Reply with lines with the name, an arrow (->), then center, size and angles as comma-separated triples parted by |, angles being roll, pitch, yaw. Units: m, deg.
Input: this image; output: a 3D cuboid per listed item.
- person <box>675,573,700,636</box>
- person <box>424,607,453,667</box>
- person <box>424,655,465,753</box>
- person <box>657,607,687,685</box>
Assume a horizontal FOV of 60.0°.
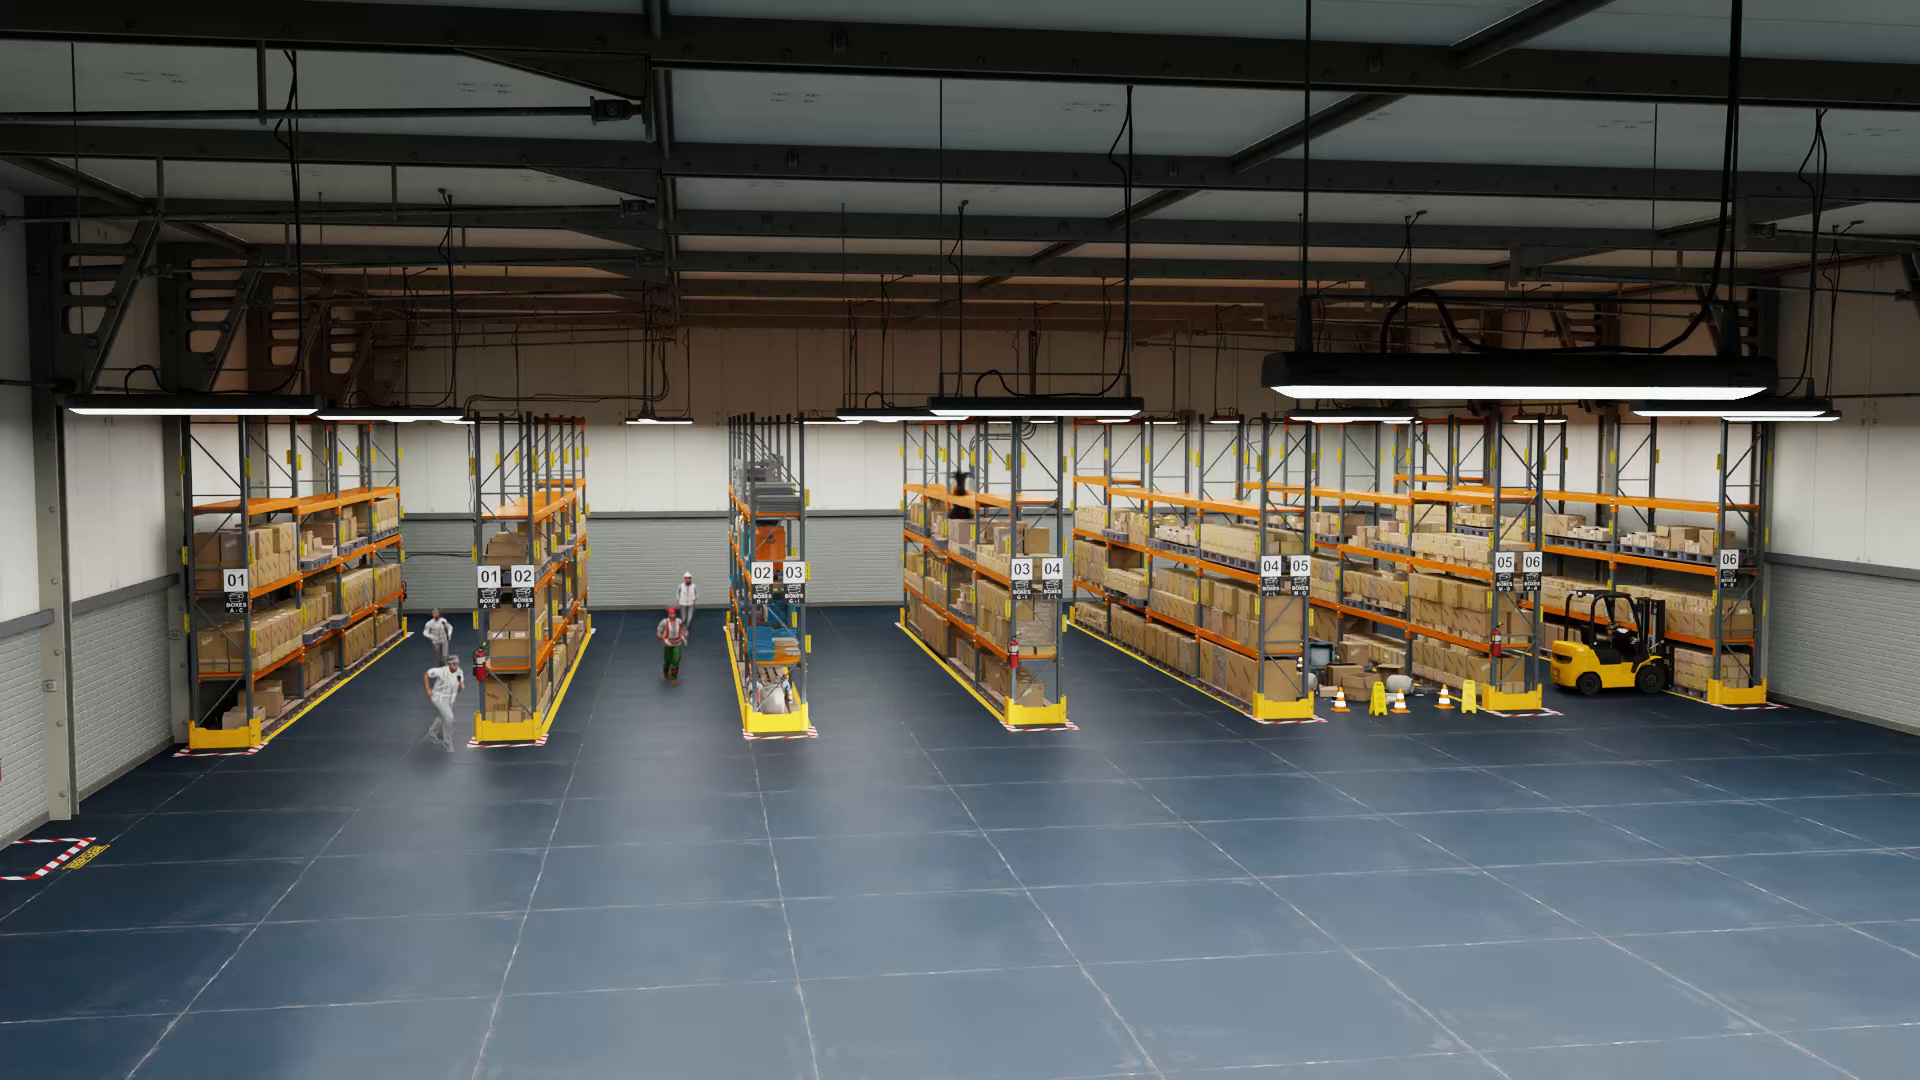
person -> -7.482, 1.765, 45.670 | 0.664, 1.732, 0.590 | 0, 4, -7
person -> -11.852, 2.337, 37.797 | 0.646, 1.670, 0.795 | -1, 4, -21
person -> -9.180, 2.893, 29.497 | 0.979, 1.763, 0.709 | 3, 5, 36
person -> -6.455, 2.336, 37.094 | 0.661, 1.740, 0.835 | -2, 4, -22
